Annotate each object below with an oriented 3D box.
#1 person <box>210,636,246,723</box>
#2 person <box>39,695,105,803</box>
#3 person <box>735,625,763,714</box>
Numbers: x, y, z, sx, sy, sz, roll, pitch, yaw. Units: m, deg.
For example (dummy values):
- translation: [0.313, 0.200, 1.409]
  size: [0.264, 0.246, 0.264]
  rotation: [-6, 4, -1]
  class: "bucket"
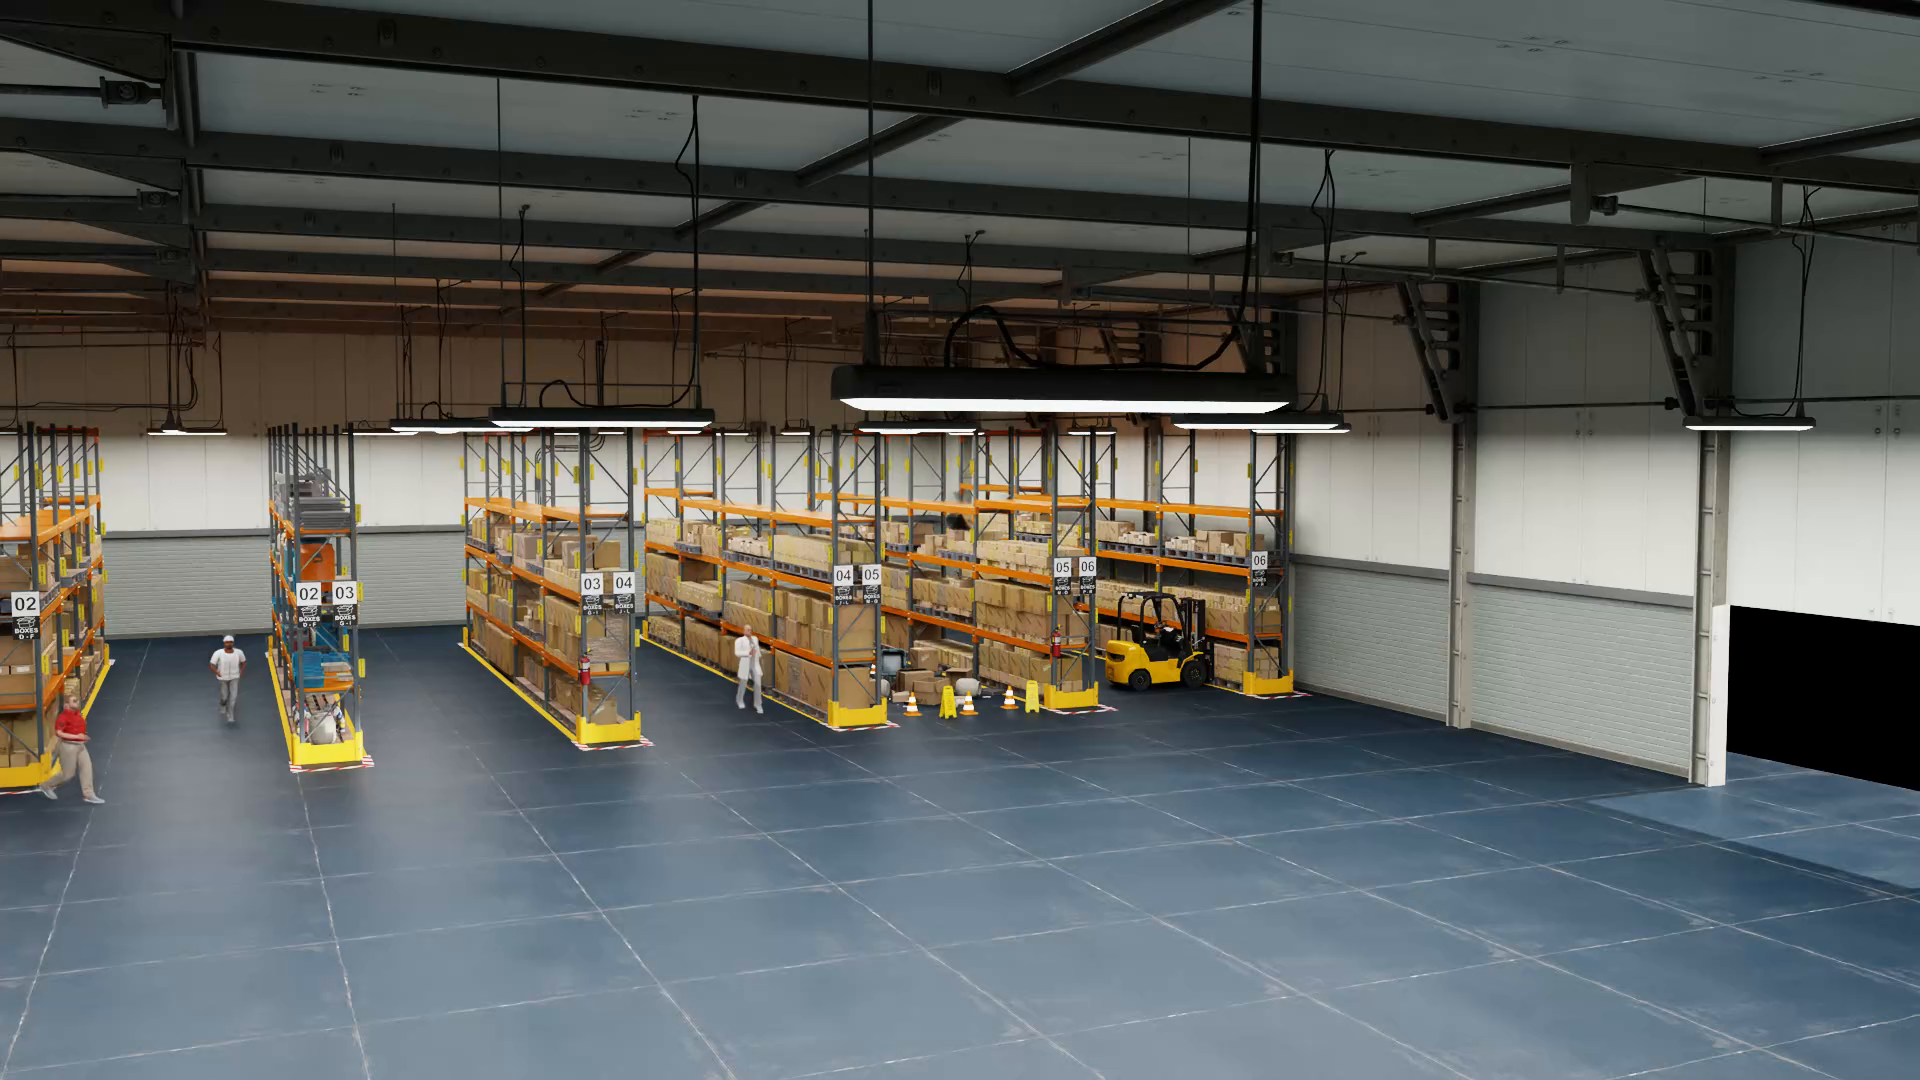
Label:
- translation: [-14.783, 2.795, 33.629]
  size: [0.697, 1.743, 0.768]
  rotation: [-2, 4, -33]
  class: "person"
- translation: [-13.867, 3.274, 25.949]
  size: [0.963, 1.730, 0.677]
  rotation: [0, 3, 2]
  class: "person"
- translation: [-4.441, 2.686, 34.904]
  size: [0.678, 1.829, 0.924]
  rotation: [-2, 4, -31]
  class: "person"
